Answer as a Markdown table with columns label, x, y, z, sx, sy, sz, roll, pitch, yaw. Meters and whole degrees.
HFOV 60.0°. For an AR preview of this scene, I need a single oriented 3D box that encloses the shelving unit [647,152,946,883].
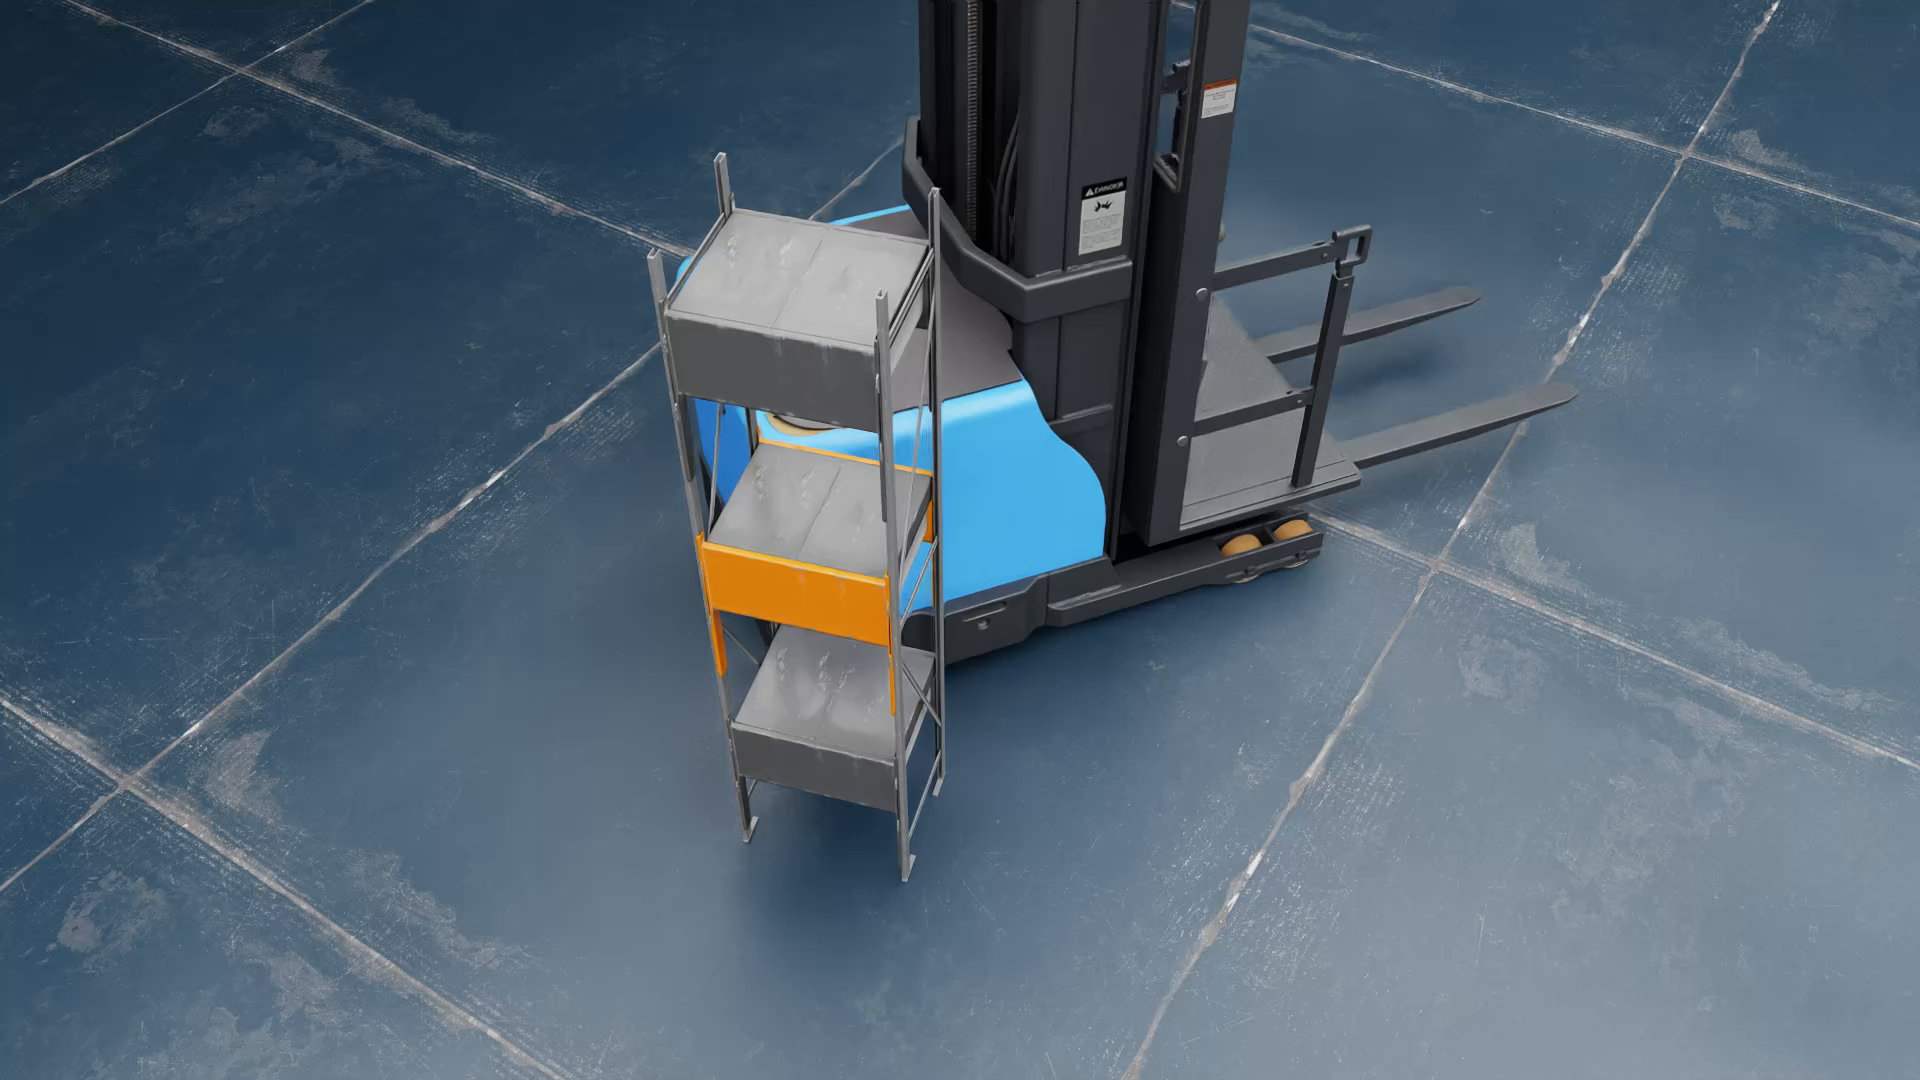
| label | x | y | z | sx | sy | sz | roll | pitch | yaw |
| --- | --- | --- | --- | --- | --- | --- | --- | --- | --- |
| shelving unit | -0.340 | 0.069 | 4.219 | 0.503 | 2.100 | 0.431 | 12 | 47 | 11 |

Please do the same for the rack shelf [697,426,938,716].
| label | x | y | z | sx | sy | sz | roll | pitch | yaw |
| --- | --- | --- | --- | --- | --- | --- | --- | --- | --- |
| rack shelf | -0.340 | 0.078 | 4.229 | 0.480 | 0.518 | 0.431 | 12 | 47 | 11 |

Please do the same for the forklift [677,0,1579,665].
| label | x | y | z | sx | sy | sz | roll | pitch | yaw |
| --- | --- | --- | --- | --- | --- | --- | --- | --- | --- |
| forklift | 0.686 | -1.215 | 4.887 | 3.031 | 2.935 | 1.130 | -16 | 48 | -15 |

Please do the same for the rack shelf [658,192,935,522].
| label | x | y | z | sx | sy | sz | roll | pitch | yaw |
| --- | --- | --- | --- | --- | --- | --- | --- | --- | --- |
| rack shelf | -0.340 | -0.410 | 3.727 | 0.480 | 0.518 | 0.431 | 12 | 47 | 11 |

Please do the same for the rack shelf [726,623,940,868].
| label | x | y | z | sx | sy | sz | roll | pitch | yaw |
| --- | --- | --- | --- | --- | --- | --- | --- | --- | --- |
| rack shelf | -0.340 | 0.566 | 4.731 | 0.480 | 0.518 | 0.431 | 12 | 47 | 11 |

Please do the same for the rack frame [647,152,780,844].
| label | x | y | z | sx | sy | sz | roll | pitch | yaw |
| --- | --- | --- | --- | --- | --- | --- | --- | --- | --- |
| rack frame | -0.575 | 0.021 | 4.266 | 0.015 | 2.100 | 0.400 | 12 | 47 | 11 |

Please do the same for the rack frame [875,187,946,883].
| label | x | y | z | sx | sy | sz | roll | pitch | yaw |
| --- | --- | --- | --- | --- | --- | --- | --- | --- | --- |
| rack frame | -0.106 | 0.116 | 4.173 | 0.015 | 2.100 | 0.400 | 12 | 47 | 11 |
